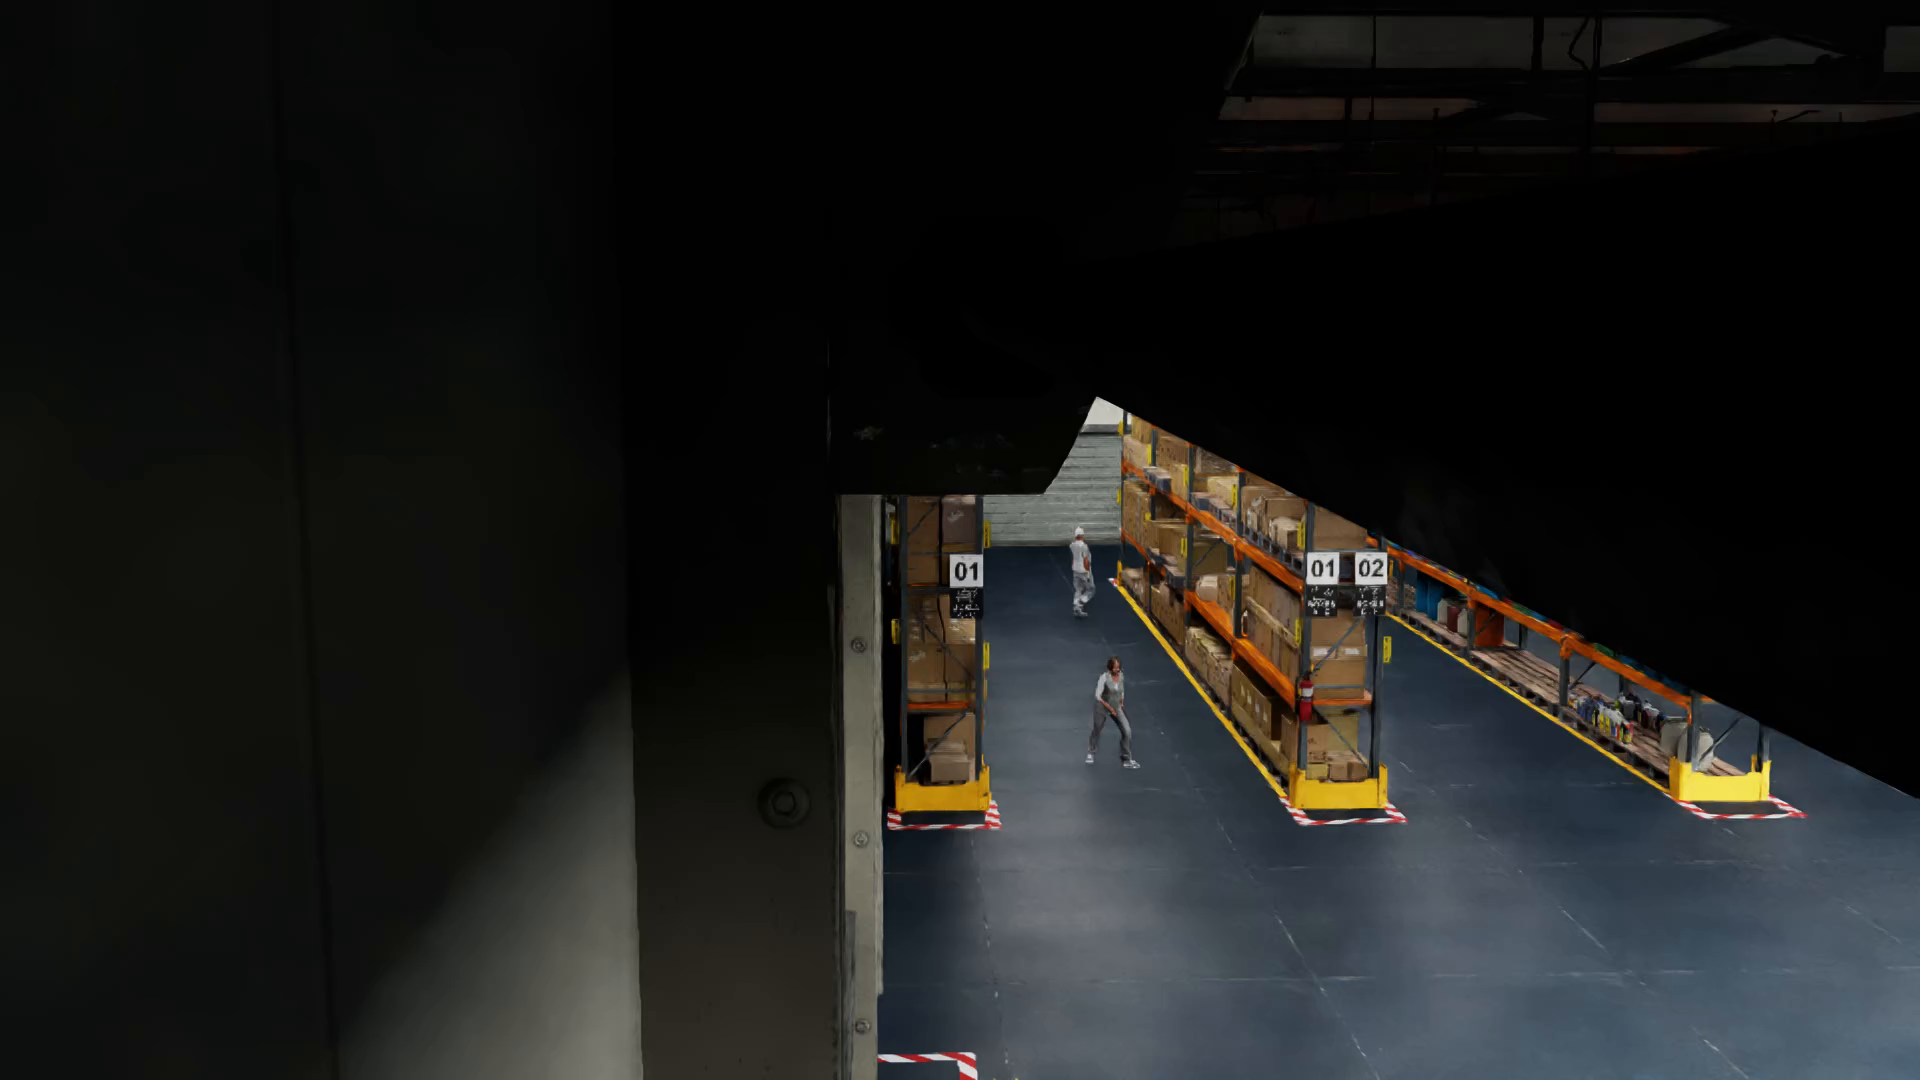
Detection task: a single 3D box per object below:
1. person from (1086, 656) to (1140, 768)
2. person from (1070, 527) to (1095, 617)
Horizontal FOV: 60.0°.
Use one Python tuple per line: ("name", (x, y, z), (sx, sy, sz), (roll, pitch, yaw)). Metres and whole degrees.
("person", (2.024, 2.284, 22.356), (0.573, 1.532, 0.763), (-3, 9, -21))
("person", (2.366, 0.637, 32.651), (0.443, 1.786, 0.594), (-5, 10, -32))
